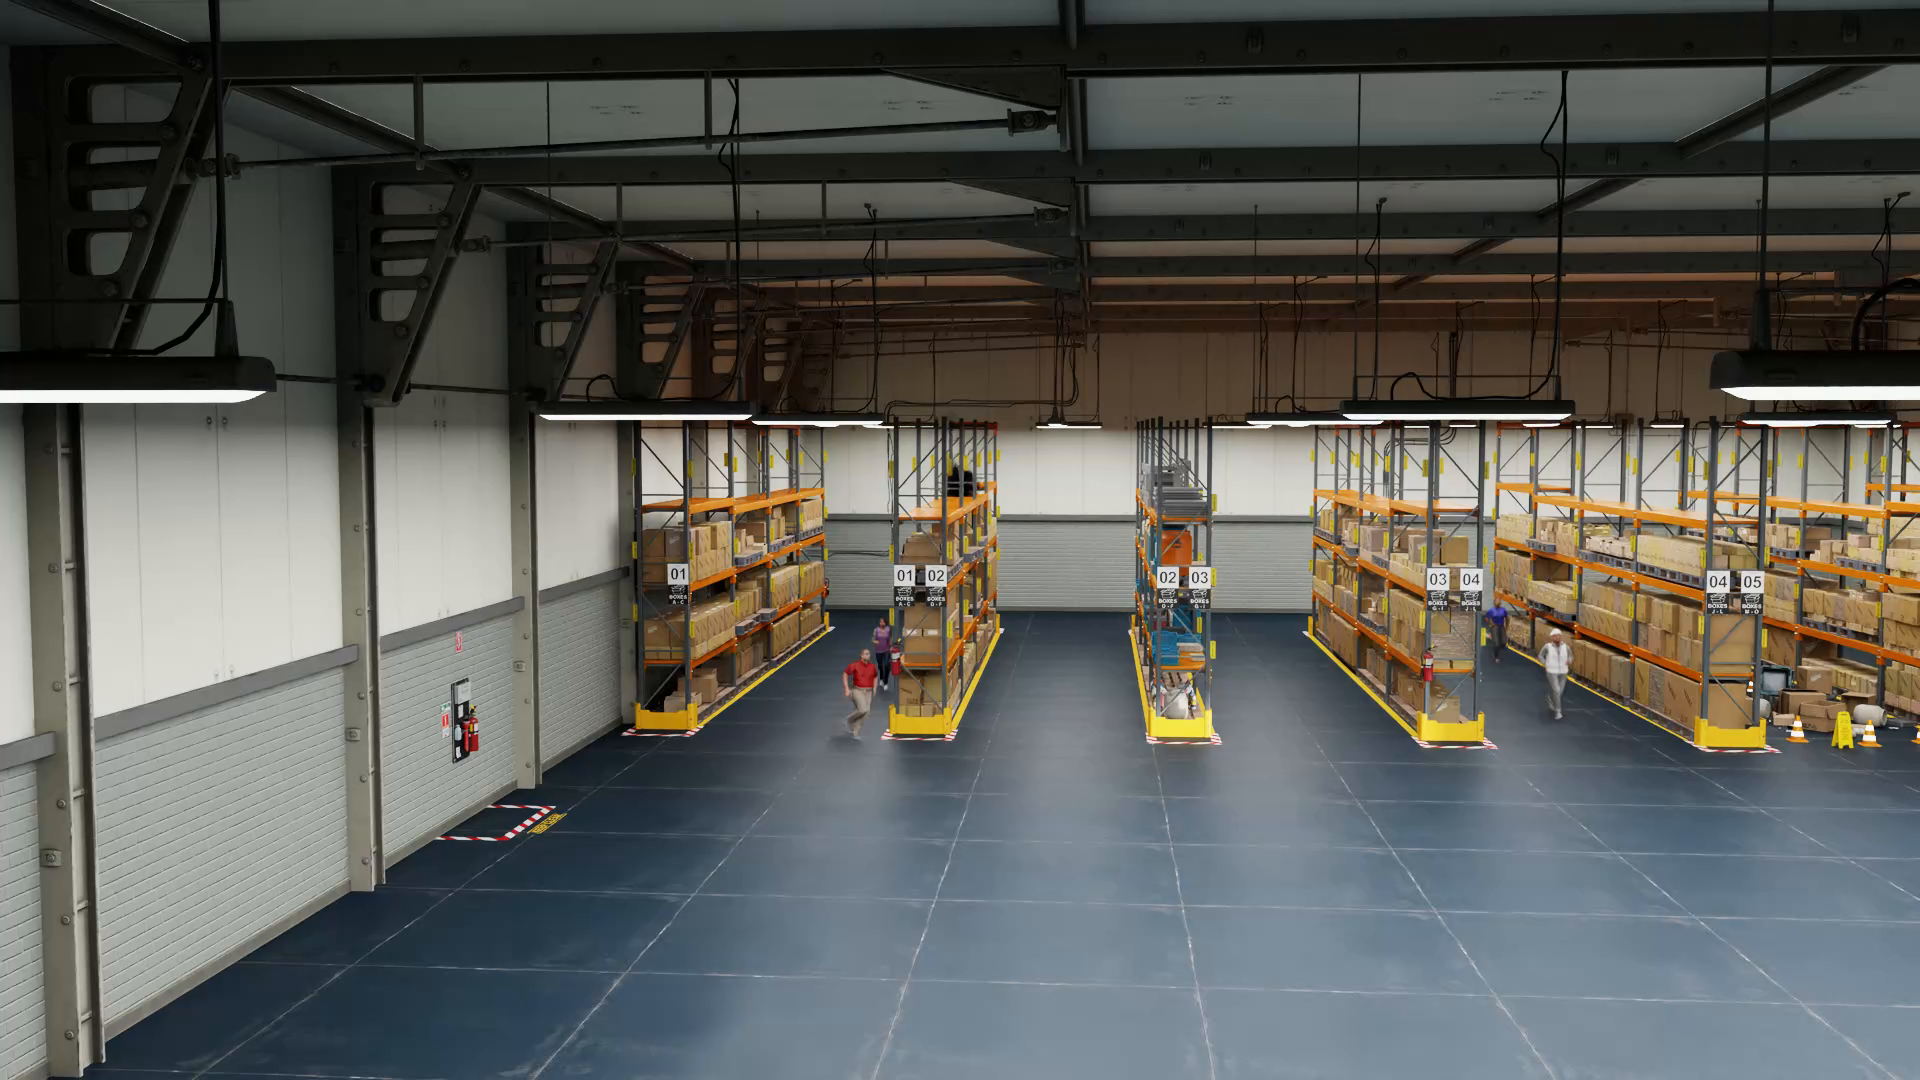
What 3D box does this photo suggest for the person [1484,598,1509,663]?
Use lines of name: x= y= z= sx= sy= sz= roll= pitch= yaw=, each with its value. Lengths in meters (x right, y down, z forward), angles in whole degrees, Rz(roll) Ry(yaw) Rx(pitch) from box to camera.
person: x=13.335 y=2.277 z=41.281 sx=0.618 sy=1.533 sz=0.552 roll=0 pitch=4 yaw=-1

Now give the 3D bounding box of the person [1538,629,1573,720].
person: x=11.985 y=2.665 z=33.399 sx=0.652 sy=1.780 sz=0.862 roll=0 pitch=4 yaw=0

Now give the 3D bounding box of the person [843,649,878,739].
person: x=-1.790 y=2.872 z=31.033 sx=0.700 sy=1.646 sz=0.539 roll=-3 pitch=5 yaw=-36

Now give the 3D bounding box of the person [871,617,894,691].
person: x=-1.717 y=2.520 z=36.921 sx=0.490 sy=1.644 sz=0.777 roll=0 pitch=4 yaw=2
